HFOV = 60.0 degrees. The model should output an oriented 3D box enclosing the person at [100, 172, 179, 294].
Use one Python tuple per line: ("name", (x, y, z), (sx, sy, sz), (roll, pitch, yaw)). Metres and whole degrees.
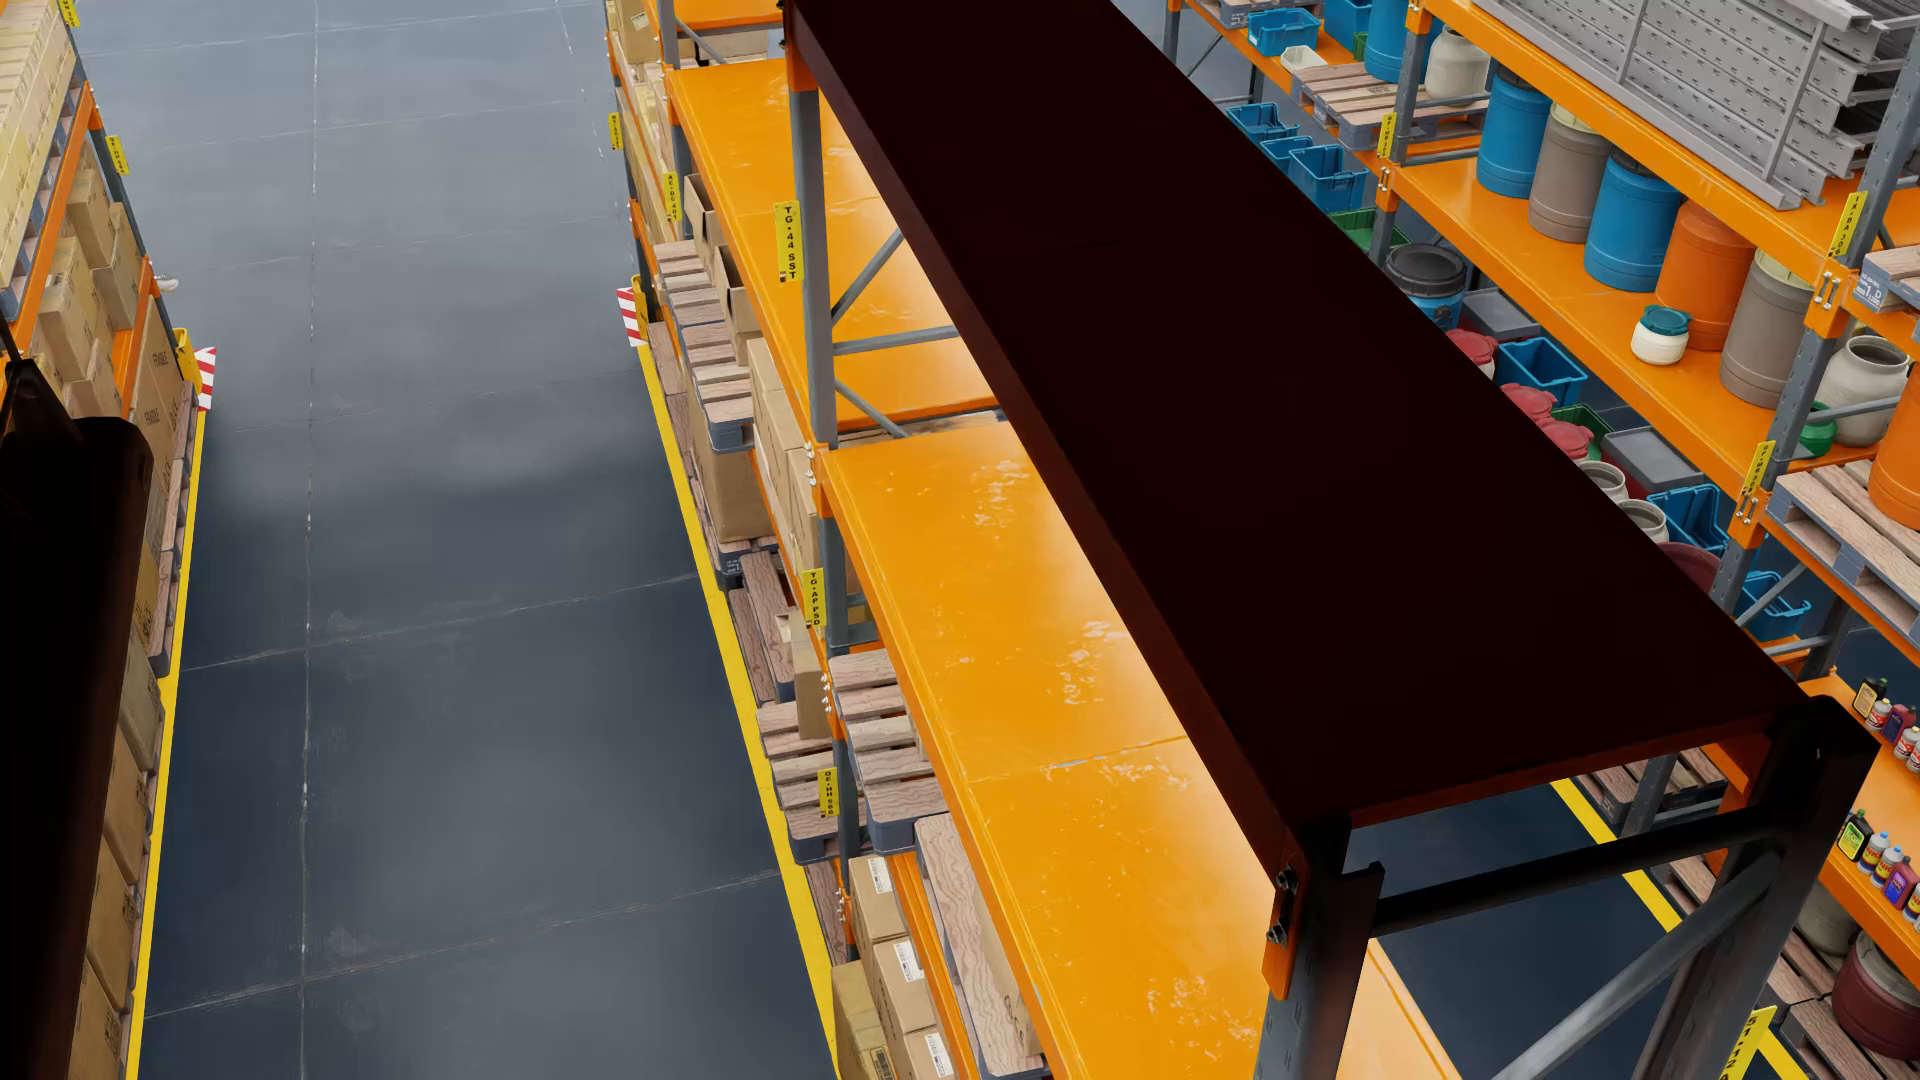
("person", (-7.855, -2.852, 15.016), (1.111, 1.736, 0.640), (-20, 42, -23))
